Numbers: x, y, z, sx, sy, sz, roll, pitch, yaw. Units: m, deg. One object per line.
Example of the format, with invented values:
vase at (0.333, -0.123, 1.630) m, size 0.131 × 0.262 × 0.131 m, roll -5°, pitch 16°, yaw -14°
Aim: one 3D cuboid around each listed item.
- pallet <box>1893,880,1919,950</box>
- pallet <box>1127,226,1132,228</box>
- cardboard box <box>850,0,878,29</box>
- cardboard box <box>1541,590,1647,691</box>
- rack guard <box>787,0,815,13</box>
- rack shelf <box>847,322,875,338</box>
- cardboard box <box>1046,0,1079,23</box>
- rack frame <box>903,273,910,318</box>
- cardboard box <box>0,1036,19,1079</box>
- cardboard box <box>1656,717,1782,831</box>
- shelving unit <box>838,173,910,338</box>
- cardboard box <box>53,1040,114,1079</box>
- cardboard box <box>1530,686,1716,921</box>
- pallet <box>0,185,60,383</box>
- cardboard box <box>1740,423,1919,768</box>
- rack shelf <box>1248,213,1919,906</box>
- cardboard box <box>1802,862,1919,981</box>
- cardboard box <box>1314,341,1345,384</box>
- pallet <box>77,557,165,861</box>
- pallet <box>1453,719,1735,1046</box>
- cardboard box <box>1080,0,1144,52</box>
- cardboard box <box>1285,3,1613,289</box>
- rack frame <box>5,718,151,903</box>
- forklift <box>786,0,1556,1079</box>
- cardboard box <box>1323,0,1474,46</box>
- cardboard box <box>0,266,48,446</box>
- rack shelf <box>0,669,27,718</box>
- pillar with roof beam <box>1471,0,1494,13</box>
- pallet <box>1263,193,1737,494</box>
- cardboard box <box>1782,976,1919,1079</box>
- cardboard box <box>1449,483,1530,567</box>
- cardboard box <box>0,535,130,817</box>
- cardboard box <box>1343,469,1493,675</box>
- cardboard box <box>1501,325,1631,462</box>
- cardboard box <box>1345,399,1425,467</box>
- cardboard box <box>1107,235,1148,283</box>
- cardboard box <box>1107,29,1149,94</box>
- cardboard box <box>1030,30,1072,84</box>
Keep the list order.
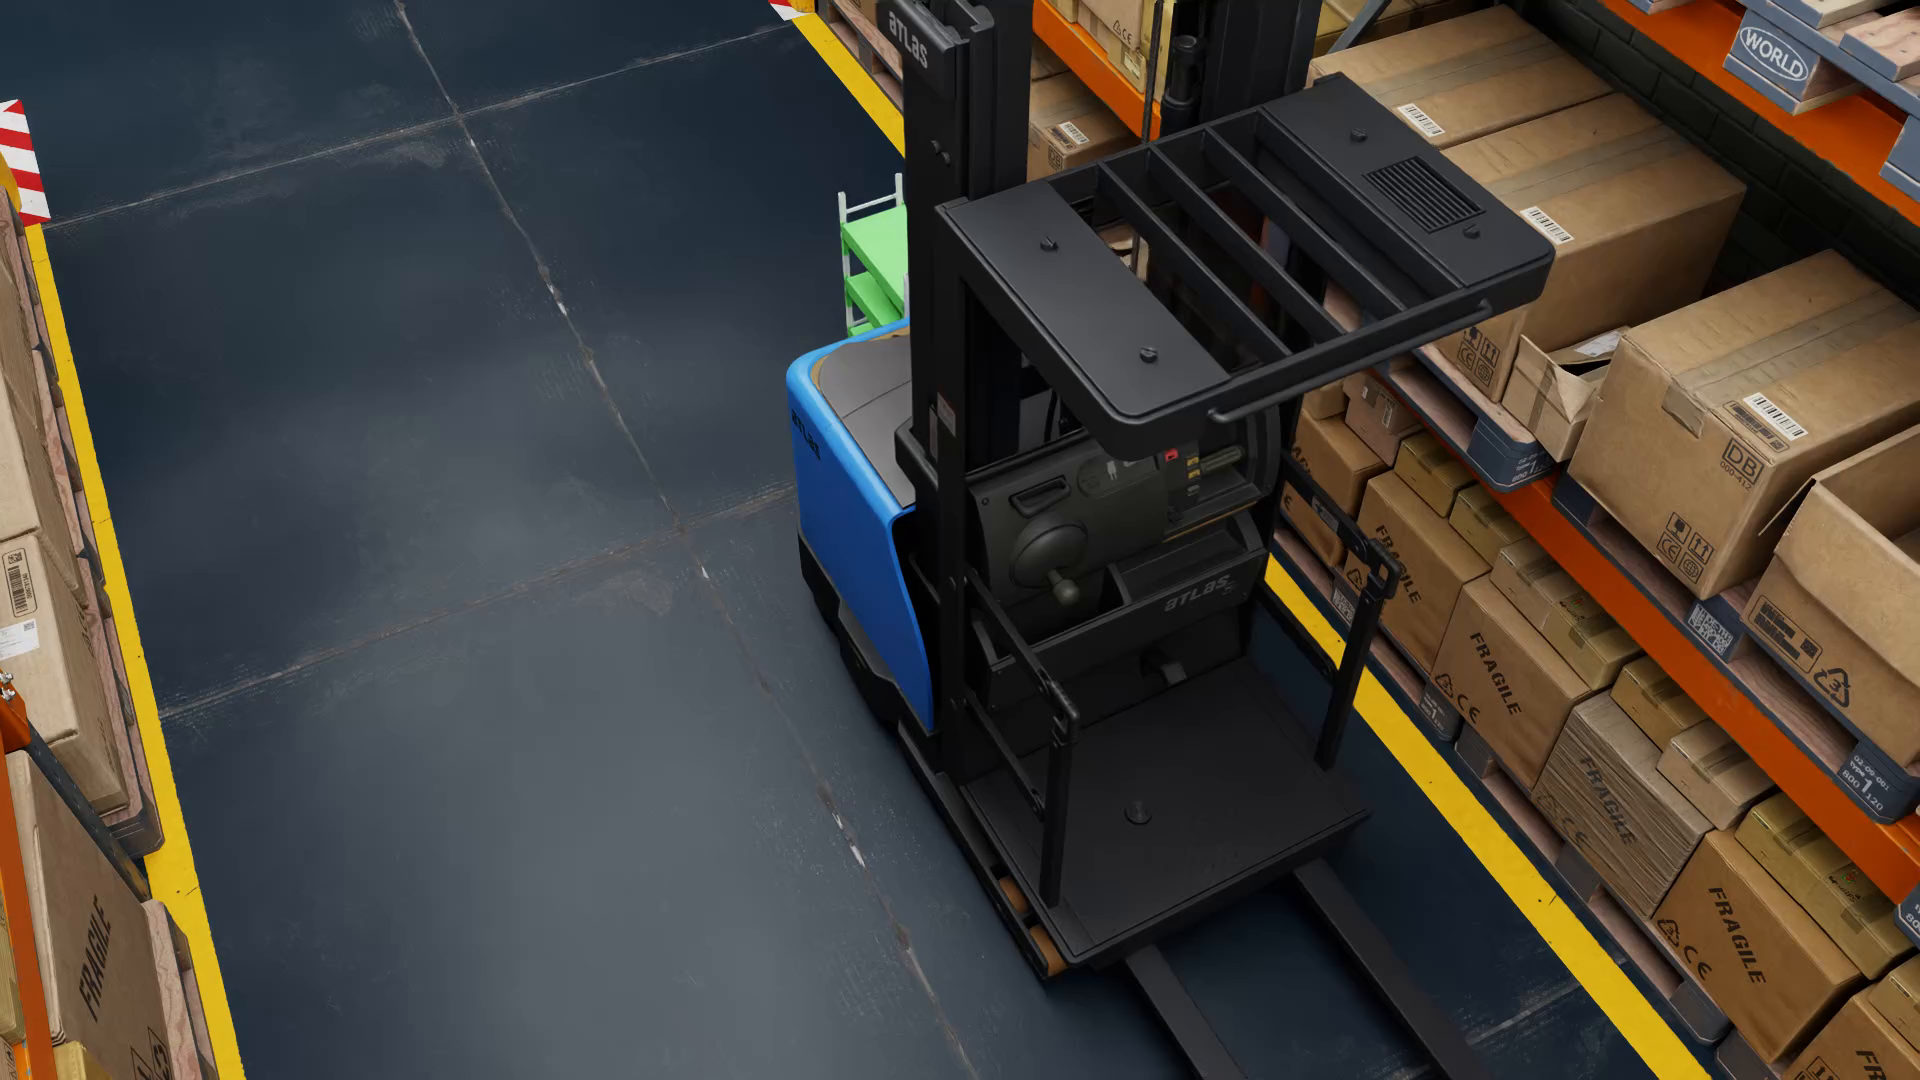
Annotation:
pallet at (2.864, 0.913, 3.587) m, size 1.213 × 0.211 × 1.003 m, roll -21°, pitch 52°, yaw -18°
pallet at (0.531, -1.758, 7.647) m, size 1.003 × 0.211 × 1.213 m, roll -21°, pitch 52°, yaw -18°
cardboard box at (-0.228, -2.950, 8.217) m, size 0.797 × 0.503 × 0.637 m, roll -23°, pitch 53°, yaw -19°
cardboard box at (1.987, 0.257, 4.983) m, size 0.380 × 0.149 × 0.250 m, roll -19°, pitch 52°, yaw -16°
rack guard at (-0.389, -3.202, 8.718) m, size 1.175 × 0.500 × 0.348 m, roll -21°, pitch 52°, yaw -18°
rack shelf at (-0.193, -0.628, 6.087) m, size 0.258 × 0.148 × 0.480 m, roll -22°, pitch 52°, yaw -18°
cardboard box at (0.519, -2.121, 6.279) m, size 0.380 × 0.149 × 0.250 m, roll -22°, pitch 52°, yaw -18°
rack frame at (-0.077, -0.508, 5.898) m, size 0.240 × 1.200 × 0.015 m, roll -22°, pitch 52°, yaw -18°
cardboard box at (-2.130, 1.262, 3.253) m, size 0.500 × 0.250 × 0.500 m, roll -22°, pitch 53°, yaw -18°
cardboard box at (2.204, 0.610, 4.675) m, size 0.380 × 0.149 × 0.250 m, roll -23°, pitch 53°, yaw -19°
shelving unit at (-0.193, -0.670, 6.039) m, size 0.258 × 1.200 × 0.503 m, roll -22°, pitch 52°, yaw -18°
cardboard box at (-2.230, 1.864, 3.759) m, size 0.875 × 0.875 × 0.875 m, roll -20°, pitch 52°, yaw -16°
cardboard box at (2.137, 0.725, 5.004) m, size 0.500 × 0.500 × 0.500 m, roll -23°, pitch 53°, yaw -19°
pallet at (-4.400, -0.937, 6.929) m, size 1.003 × 0.211 × 1.213 m, roll -21°, pitch 52°, yaw -18°
cardboard box at (2.326, 0.078, 3.842) m, size 0.797 × 0.503 × 0.637 m, roll -22°, pitch 52°, yaw -18°
rack shelf at (2.322, 0.177, 4.580) m, size 1.077 × 0.370 × 4.000 m, roll -21°, pitch 52°, yaw -18°
cardboard box at (2.472, 0.951, 4.376) m, size 0.380 × 0.149 × 0.250 m, roll -20°, pitch 52°, yaw -16°
cardboard box at (1.388, -0.714, 5.635) m, size 0.380 × 0.149 × 0.250 m, roll -22°, pitch 52°, yaw -18°
pallet at (-3.284, 0.696, 5.501) m, size 1.003 × 0.211 × 1.213 m, roll -21°, pitch 52°, yaw -18°
pallet at (2.375, 0.869, 5.350) m, size 1.003 × 0.211 × 1.213 m, roll -21°, pitch 52°, yaw -18°
cardboard box at (0.714, -2.034, 5.938) m, size 0.500 × 0.250 × 0.500 m, roll -21°, pitch 52°, yaw -17°
cardboard box at (1.429, -1.169, 4.934) m, size 0.700 × 0.500 × 0.500 m, roll -20°, pitch 52°, yaw -17°
rack frame at (-3.005, 0.314, 3.983) m, size 1.000 × 3.000 × 0.127 m, roll -21°, pitch 52°, yaw -18°
forklift at (0.567, -0.031, 4.330) m, size 1.130 × 2.935 × 3.031 m, roll -22°, pitch 52°, yaw -18°
cardboard box at (1.420, -1.871, 5.796) m, size 0.500 × 0.250 × 0.500 m, roll -22°, pitch 52°, yaw -18°
cardboard box at (-4.018, -0.641, 6.241) m, size 0.875 × 0.438 × 0.875 m, roll -20°, pitch 52°, yaw -17°
rack shelf at (-3.920, -0.788, 5.424) m, size 1.077 × 0.370 × 4.000 m, roll -21°, pitch 52°, yaw -18°
pillar with roof beam at (-1.938, -2.667, 2.604) m, size 9.100 × 9.000 × 0.400 m, roll -21°, pitch 52°, yaw -18°
pallet at (1.675, -0.763, 5.052) m, size 1.003 × 0.211 × 1.213 m, roll -21°, pitch 52°, yaw -18°
cardboard box at (2.633, 1.416, 4.400) m, size 0.500 × 0.500 × 0.500 m, roll -22°, pitch 52°, yaw -18°
cardboard box at (1.795, -0.090, 5.287) m, size 0.380 × 0.149 × 0.250 m, roll -22°, pitch 52°, yaw -18°
cardboard box at (-3.197, 0.562, 5.189) m, size 0.875 × 0.438 × 0.875 m, roll -22°, pitch 52°, yaw -18°
cardboard box at (1.680, 0.041, 5.603) m, size 0.500 × 0.500 × 0.500 m, roll -22°, pitch 52°, yaw -18°
cardboard box at (1.701, -0.430, 4.444) m, size 0.396 × 0.266 × 0.258 m, roll -19°, pitch 51°, yaw -16°
cardboard box at (1.530, -0.437, 5.590) m, size 0.380 × 0.149 × 0.250 m, roll -22°, pitch 53°, yaw -19°
cardboard box at (0.727, -1.147, 6.798) m, size 0.396 × 0.266 × 0.258 m, roll -19°, pitch 52°, yaw -16°
cardboard box at (0.757, -1.774, 5.976) m, size 0.380 × 0.149 × 0.250 m, roll -20°, pitch 52°, yaw -17°
cardboard box at (0.281, -1.975, 7.366) m, size 0.500 × 0.500 × 0.500 m, roll -20°, pitch 52°, yaw -17°
